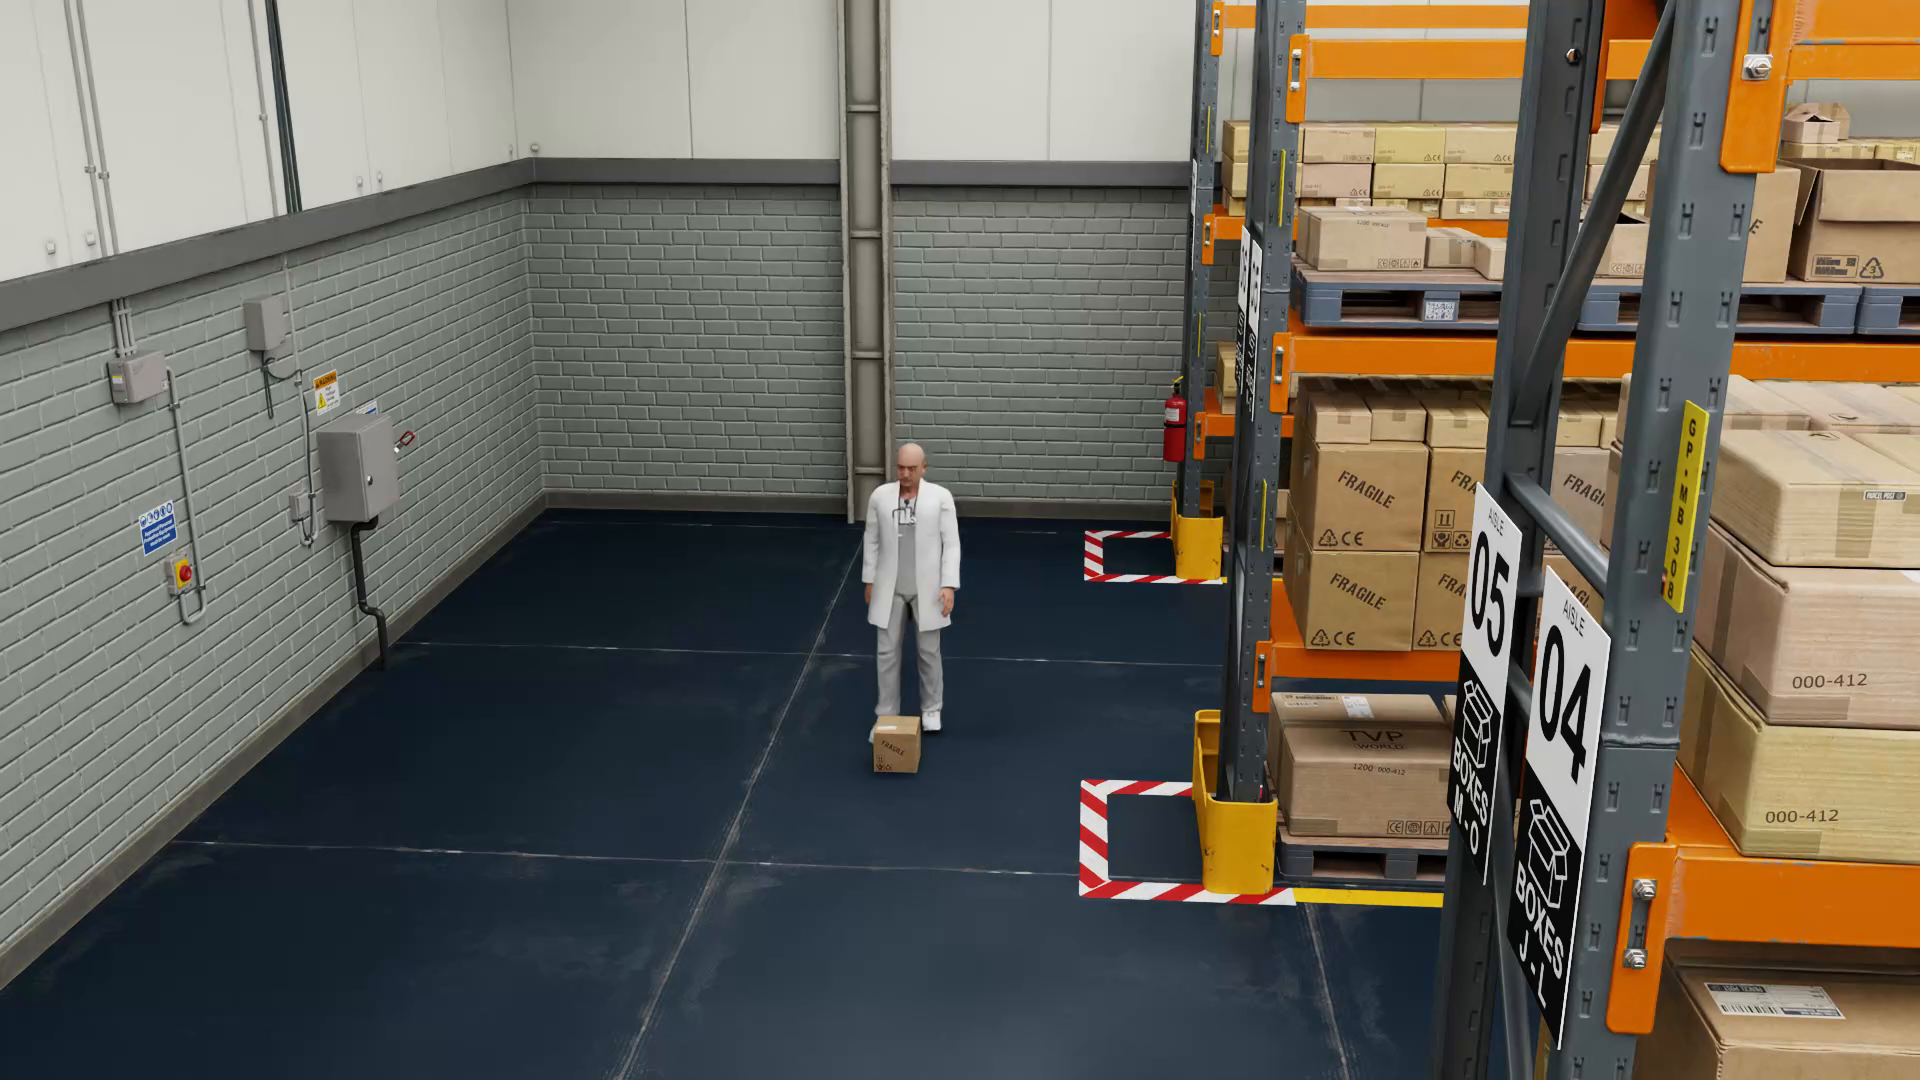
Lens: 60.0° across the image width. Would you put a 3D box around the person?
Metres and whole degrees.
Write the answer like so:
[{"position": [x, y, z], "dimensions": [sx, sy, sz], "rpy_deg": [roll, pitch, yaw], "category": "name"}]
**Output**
[{"position": [-0.309, 0.320, 10.003], "dimensions": [0.629, 1.791, 0.540], "rpy_deg": [3, 17, 8], "category": "person"}]
